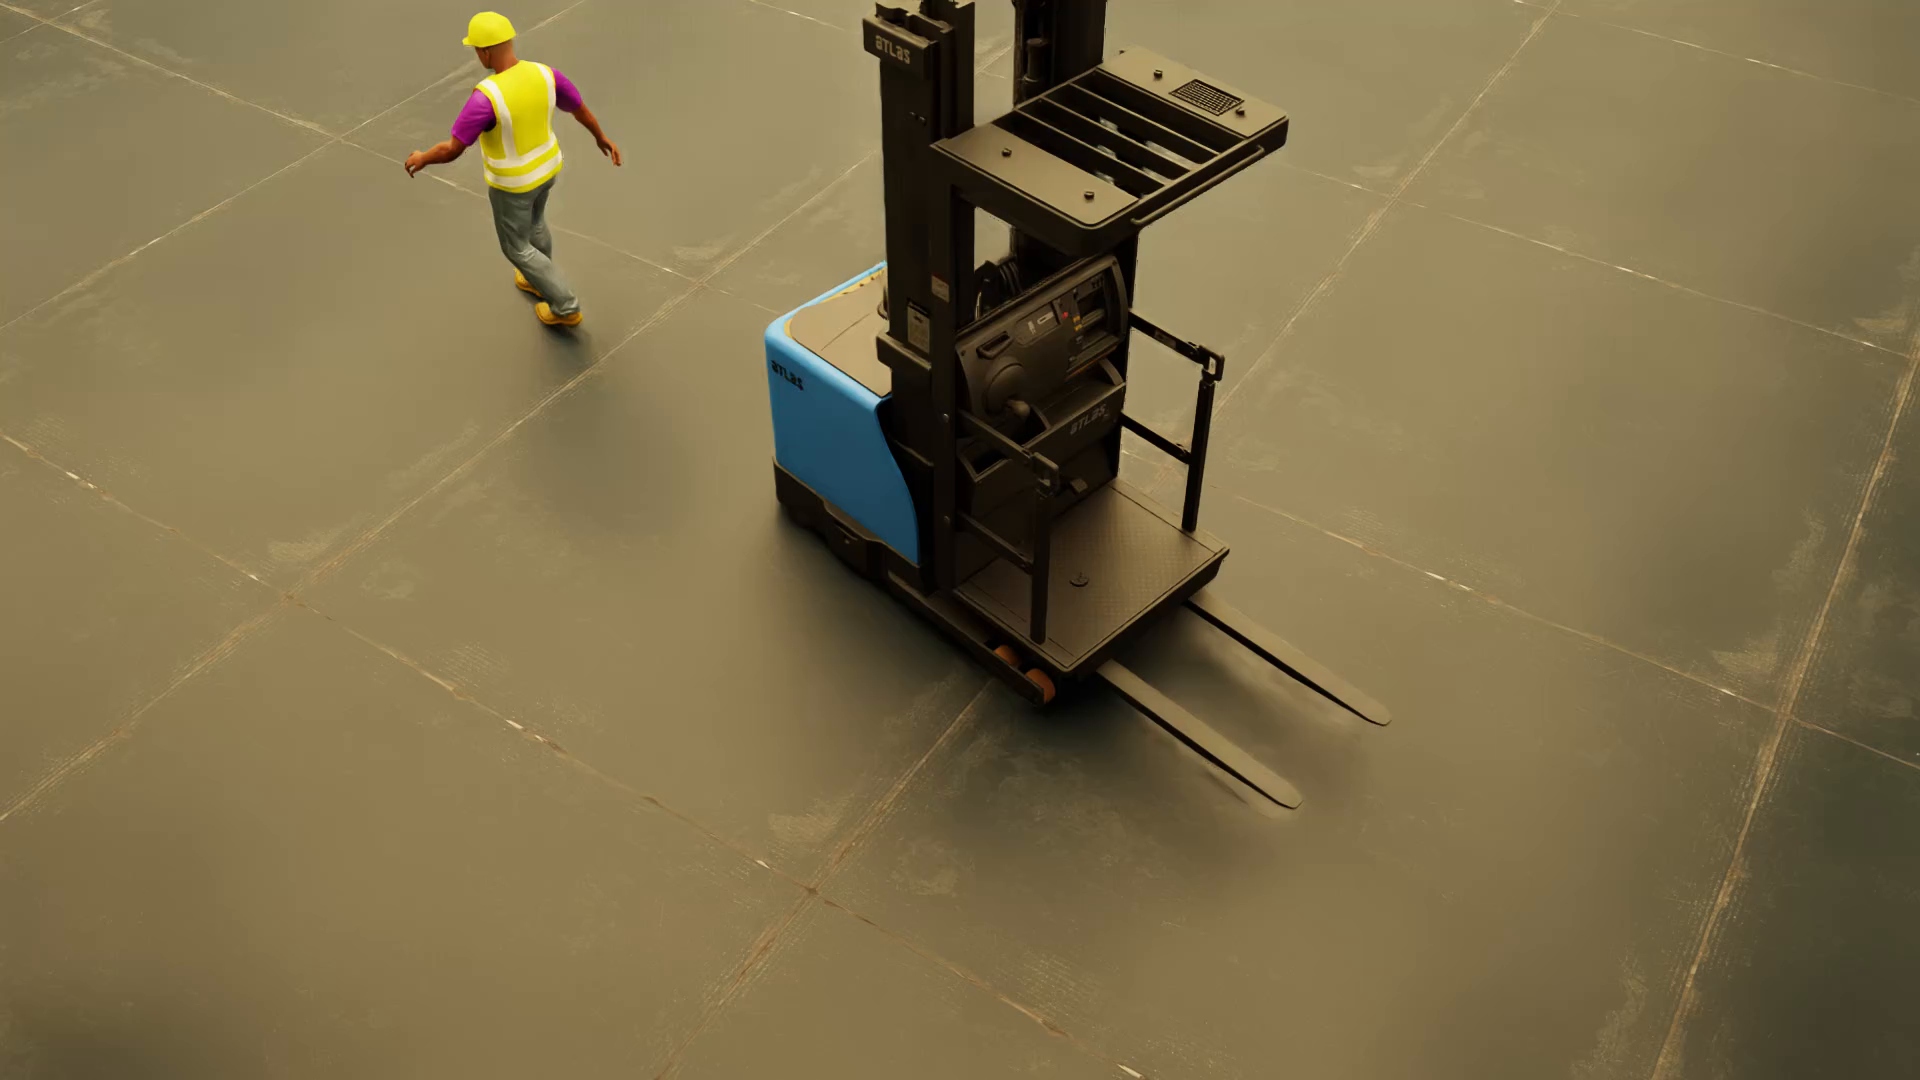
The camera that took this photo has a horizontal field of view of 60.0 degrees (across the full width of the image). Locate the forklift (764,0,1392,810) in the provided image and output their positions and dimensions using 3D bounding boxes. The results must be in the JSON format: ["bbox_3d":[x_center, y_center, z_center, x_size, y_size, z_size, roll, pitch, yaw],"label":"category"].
[{"bbox_3d":[0.493,-0.747,6.636,1.130,2.935,3.031,-34,53,-31],"label":"forklift"}]

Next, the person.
[{"bbox_3d":[-2.313,-1.964,8.787,0.739,1.745,0.982,26,49,25],"label":"person"}]
